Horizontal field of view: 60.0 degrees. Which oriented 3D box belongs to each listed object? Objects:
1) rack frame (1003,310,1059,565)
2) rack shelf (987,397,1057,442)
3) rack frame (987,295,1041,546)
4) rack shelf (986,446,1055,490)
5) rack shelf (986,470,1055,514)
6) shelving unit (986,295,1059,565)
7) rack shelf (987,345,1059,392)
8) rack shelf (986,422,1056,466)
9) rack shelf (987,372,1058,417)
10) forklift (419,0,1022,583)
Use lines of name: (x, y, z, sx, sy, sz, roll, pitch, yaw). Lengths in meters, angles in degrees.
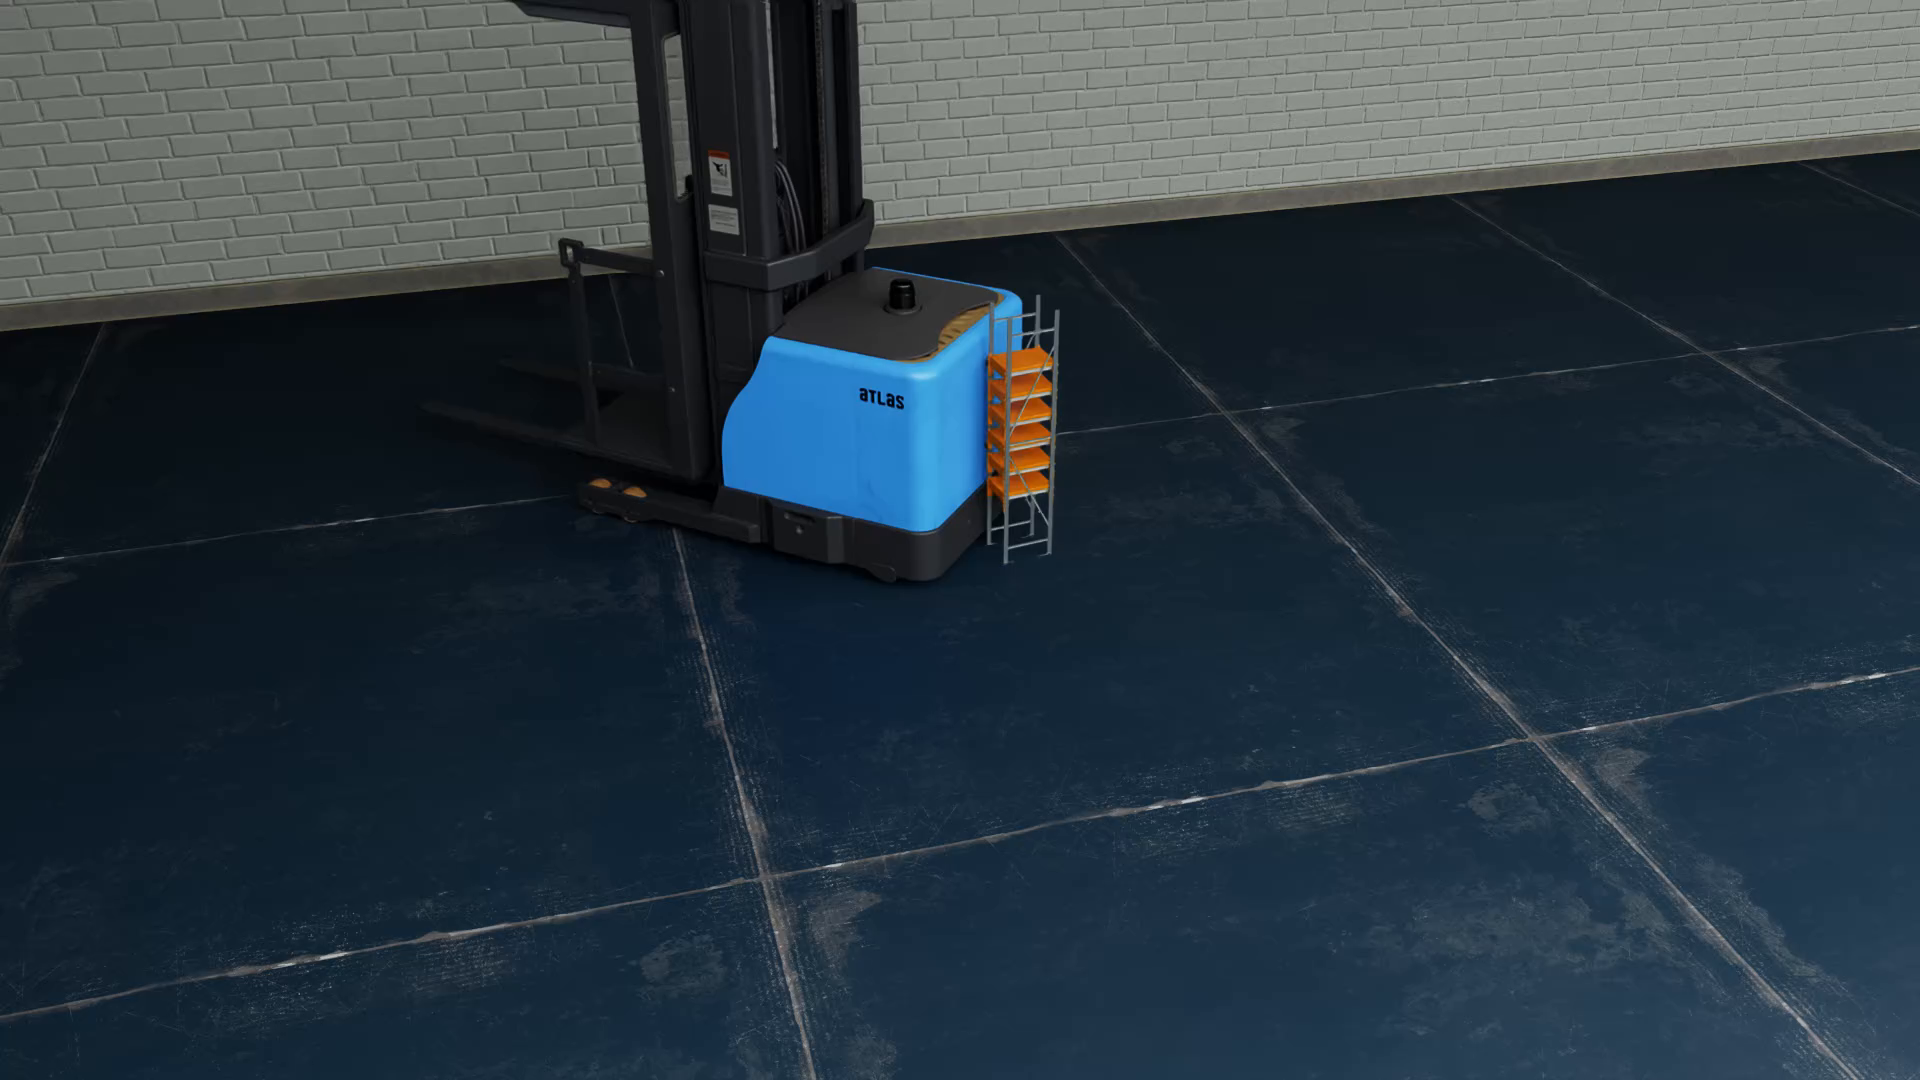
rack frame: (0.308, -0.431, 7.296, 0.240, 1.200, 0.006, -12, 32, -20)
rack shelf: (0.272, -0.538, 7.331, 0.258, 0.103, 0.180, -12, 32, -20)
rack frame: (0.235, -0.515, 7.441, 0.240, 1.200, 0.006, -12, 32, -20)
rack shelf: (0.271, -0.331, 7.451, 0.258, 0.103, 0.180, -12, 32, -20)
rack shelf: (0.271, -0.227, 7.511, 0.258, 0.103, 0.180, -12, 32, -20)
shelving unit: (0.272, -0.473, 7.369, 0.258, 1.200, 0.189, -12, 32, -20)
rack shelf: (0.272, -0.746, 7.211, 0.258, 0.103, 0.180, -12, 32, -20)
rack shelf: (0.272, -0.434, 7.391, 0.258, 0.103, 0.180, -12, 32, -20)
rack shelf: (0.272, -0.642, 7.271, 0.258, 0.103, 0.180, -12, 32, -20)
forklift: (-1.257, -1.574, 7.544, 3.031, 2.935, 1.130, 14, 33, 22)
